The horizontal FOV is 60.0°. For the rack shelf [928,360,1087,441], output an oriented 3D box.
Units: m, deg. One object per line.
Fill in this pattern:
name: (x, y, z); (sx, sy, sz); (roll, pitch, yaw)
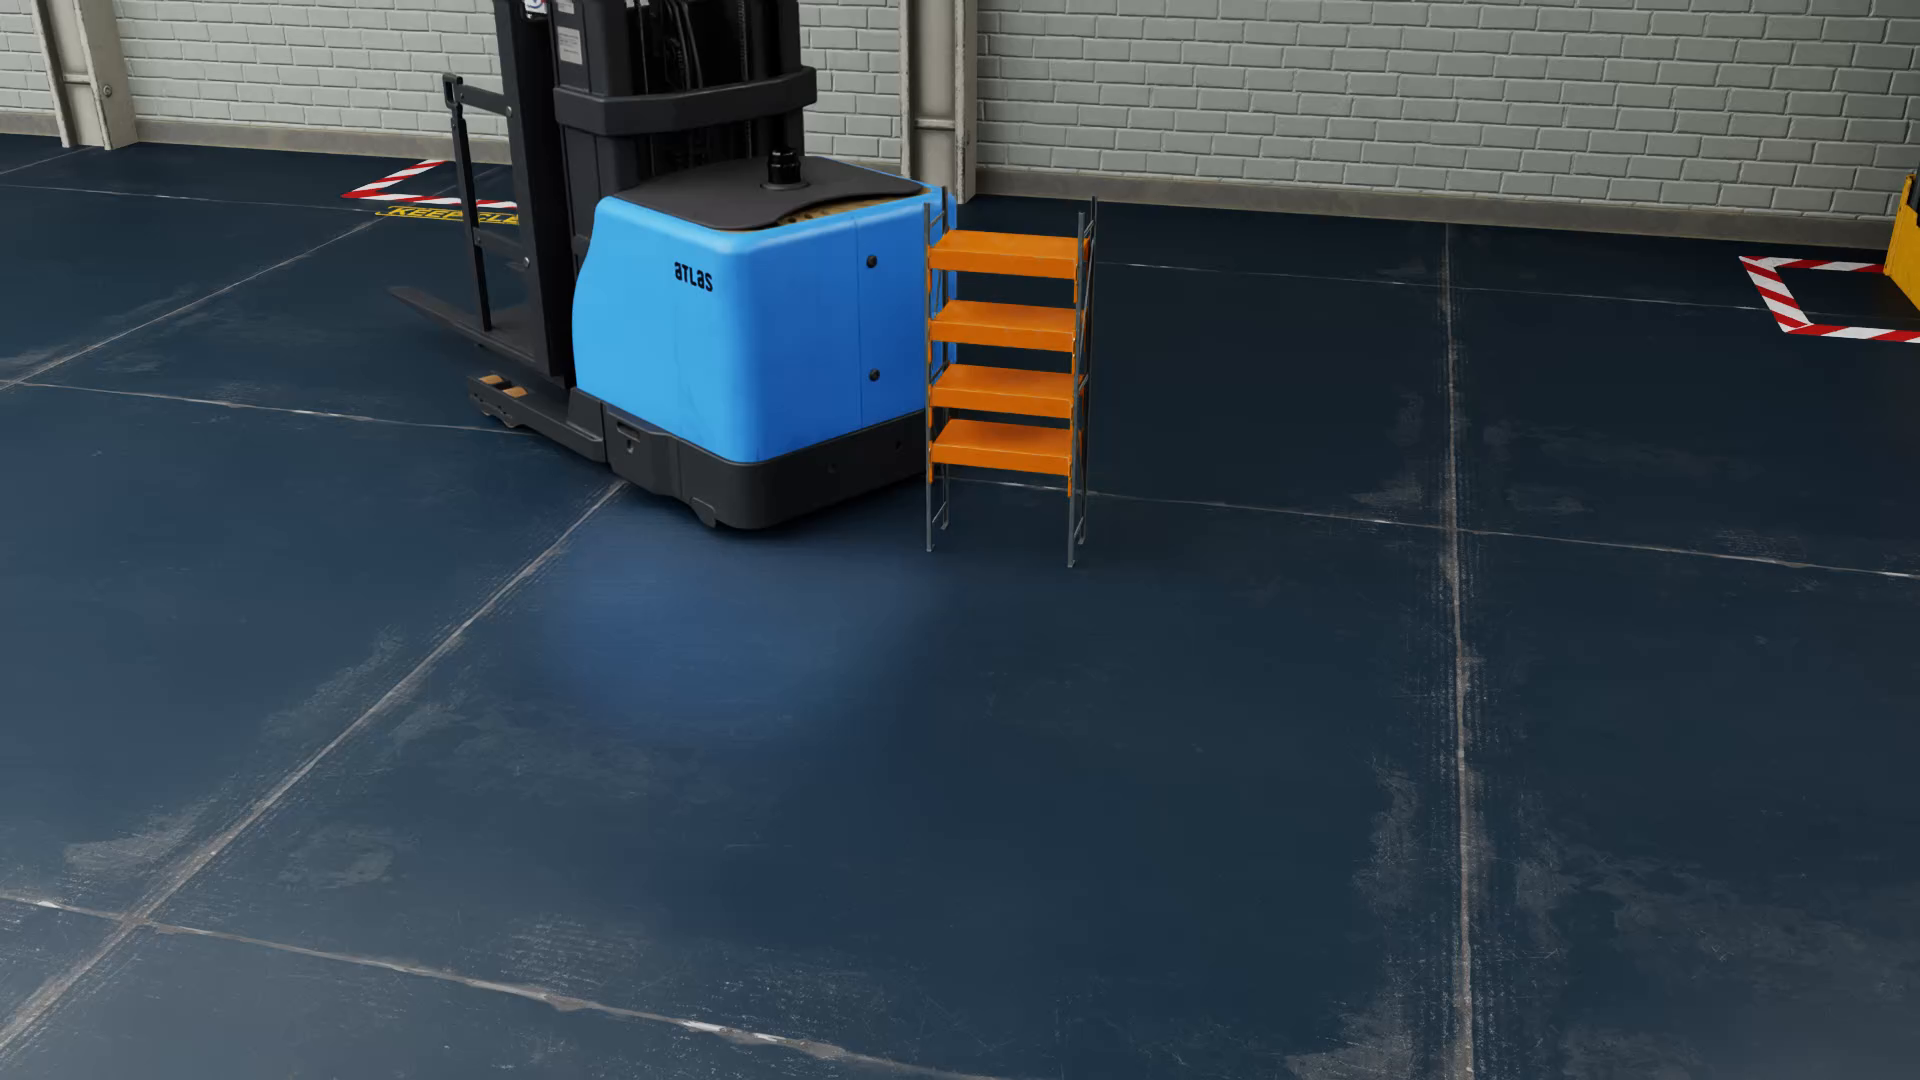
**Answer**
rack shelf: (0.160, -0.463, 5.484); (0.480, 0.148, 0.258); (6, 26, 13)

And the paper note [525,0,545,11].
paper note: (-2.666, -3.386, 10.398); (0.142, 0.148, 0.016); (6, 26, 13)

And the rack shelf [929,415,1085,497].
rack shelf: (0.160, -0.284, 5.569); (0.480, 0.148, 0.258); (6, 26, 13)

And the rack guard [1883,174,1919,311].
rack guard: (4.863, -1.392, 8.092); (0.348, 0.500, 1.175); (6, 26, 13)

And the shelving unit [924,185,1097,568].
shelving unit: (0.160, -0.524, 5.455); (0.503, 1.200, 0.258); (6, 26, 13)

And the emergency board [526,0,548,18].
emergency board: (-2.512, -3.736, 10.109); (0.643, 1.169, 0.194); (6, 26, 13)

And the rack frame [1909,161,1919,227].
rack frame: (4.790, -2.528, 7.571); (0.127, 3.000, 1.000); (6, 26, 13)

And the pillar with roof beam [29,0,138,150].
pillar with roof beam: (-7.011, -5.015, 5.815); (0.400, 9.000, 9.100); (6, 26, 13)

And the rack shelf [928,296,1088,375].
rack shelf: (0.160, -0.665, 5.388); (0.480, 0.148, 0.258); (6, 26, 13)

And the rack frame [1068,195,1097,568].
rack frame: (0.397, -0.498, 5.400); (0.015, 1.200, 0.240); (6, 26, 13)

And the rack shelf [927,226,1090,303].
rack shelf: (0.160, -0.879, 5.286); (0.480, 0.148, 0.258); (6, 26, 13)

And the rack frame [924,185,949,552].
rack frame: (-0.076, -0.550, 5.510); (0.015, 1.200, 0.240); (6, 26, 13)

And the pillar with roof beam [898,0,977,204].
pillar with roof beam: (-1.200, -4.372, 4.465); (0.400, 9.000, 9.100); (6, 26, 13)

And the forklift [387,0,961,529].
forklift: (-1.367, -1.905, 6.341); (1.130, 2.935, 3.031); (-22, 33, -38)
